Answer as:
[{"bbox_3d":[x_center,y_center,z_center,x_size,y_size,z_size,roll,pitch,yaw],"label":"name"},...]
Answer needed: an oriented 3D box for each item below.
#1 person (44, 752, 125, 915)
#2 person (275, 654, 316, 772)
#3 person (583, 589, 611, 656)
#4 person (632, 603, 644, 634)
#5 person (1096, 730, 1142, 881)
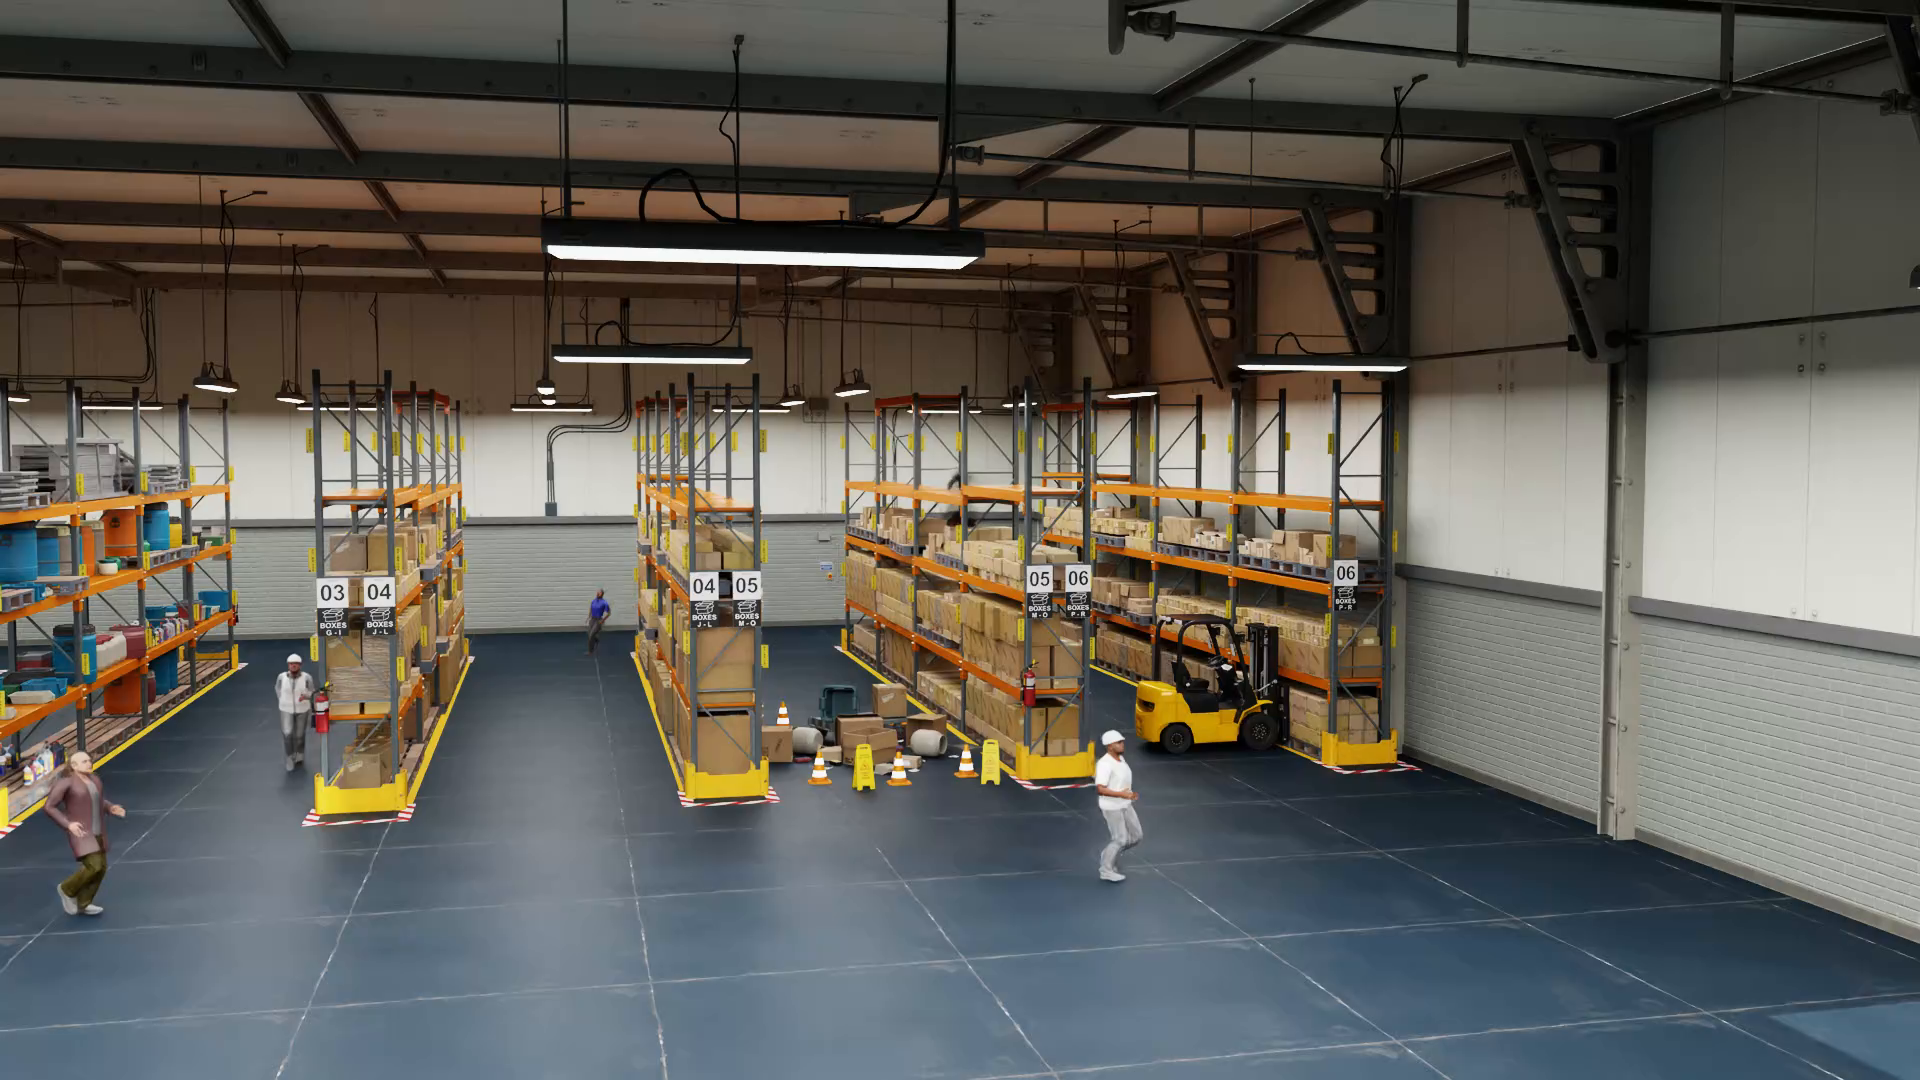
[{"bbox_3d":[-9.219,3.110,17.591,0.645,1.731,0.687,1,3,13],"label":"person"},{"bbox_3d":[-10.252,2.652,25.668,0.574,1.811,0.847,-1,4,-23],"label":"person"},{"bbox_3d":[-8.558,1.939,39.362,0.617,1.581,0.576,2,4,25],"label":"person"},{"bbox_3d":[-7.537,1.871,40.213,0.762,1.684,0.630,-2,4,-25],"label":"person"},{"bbox_3d":[1.833,3.033,18.982,0.582,1.721,0.688,2,4,30],"label":"person"}]
